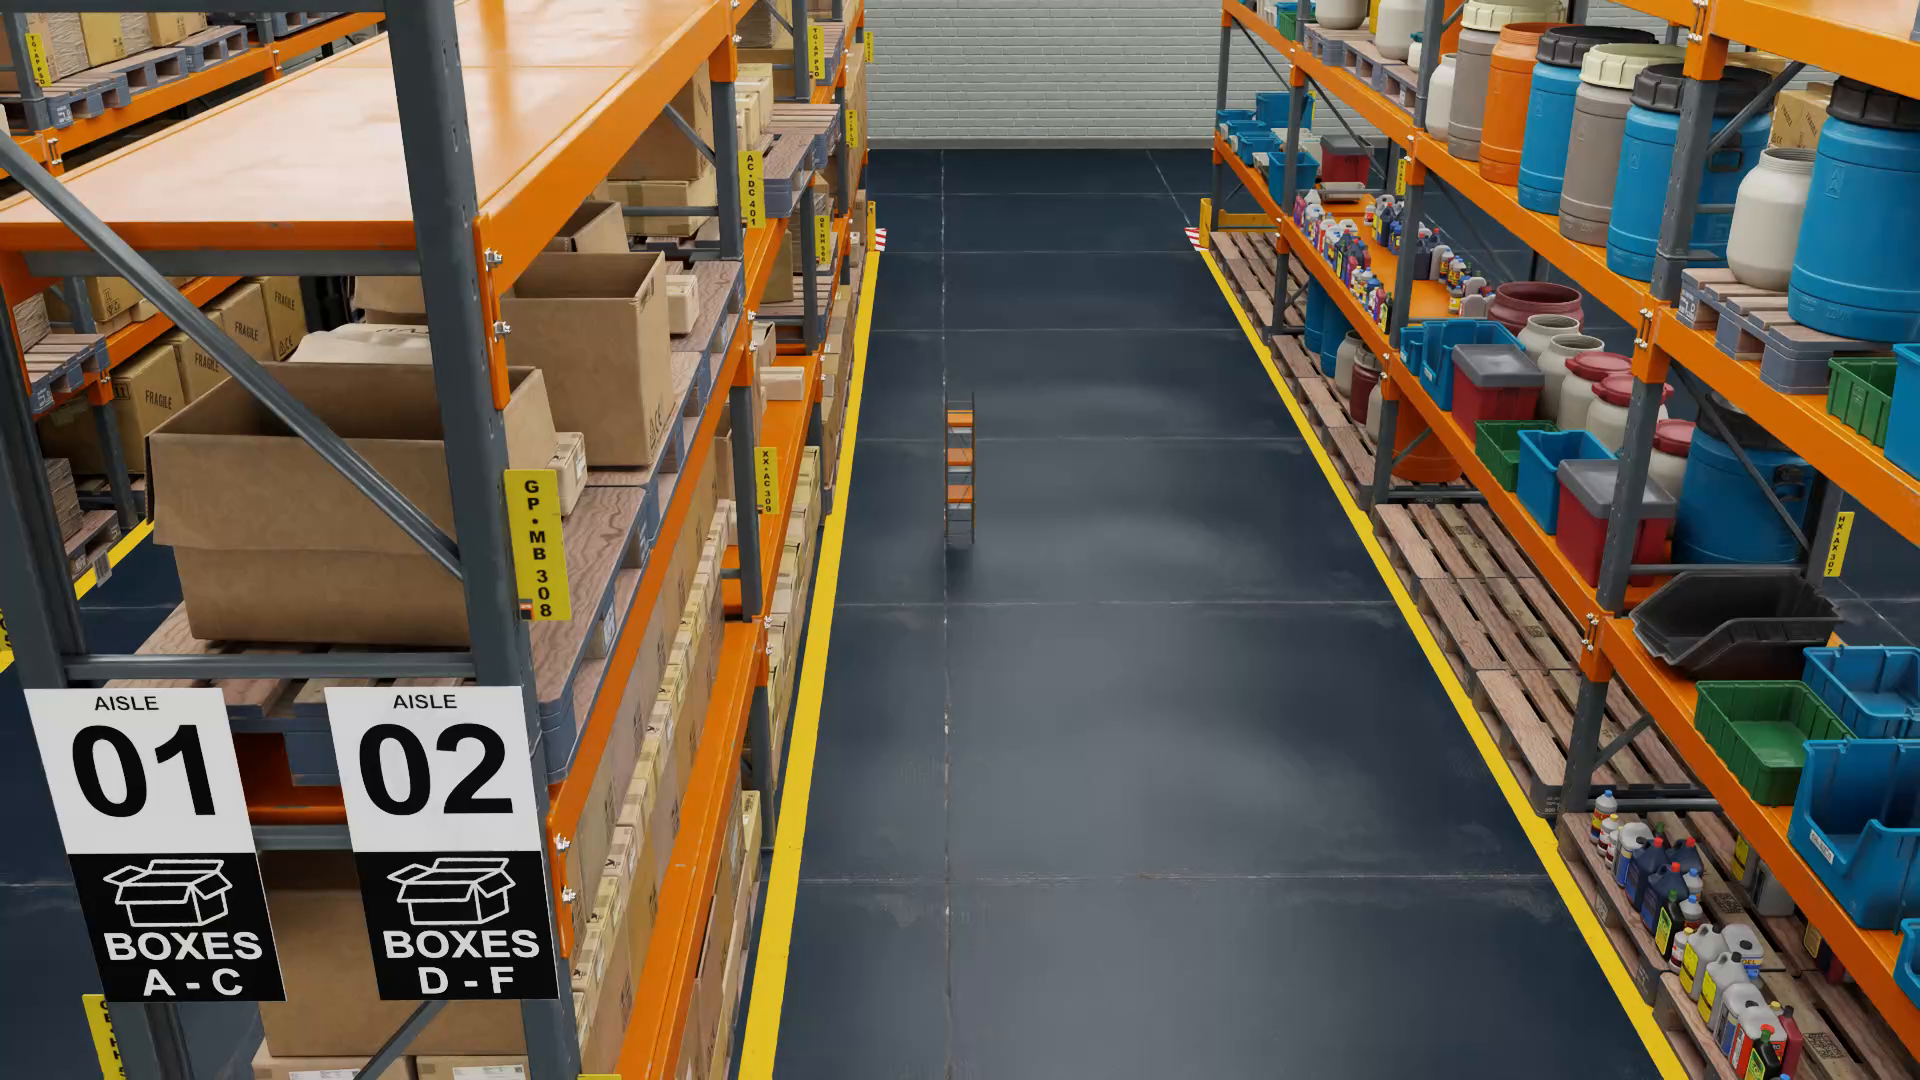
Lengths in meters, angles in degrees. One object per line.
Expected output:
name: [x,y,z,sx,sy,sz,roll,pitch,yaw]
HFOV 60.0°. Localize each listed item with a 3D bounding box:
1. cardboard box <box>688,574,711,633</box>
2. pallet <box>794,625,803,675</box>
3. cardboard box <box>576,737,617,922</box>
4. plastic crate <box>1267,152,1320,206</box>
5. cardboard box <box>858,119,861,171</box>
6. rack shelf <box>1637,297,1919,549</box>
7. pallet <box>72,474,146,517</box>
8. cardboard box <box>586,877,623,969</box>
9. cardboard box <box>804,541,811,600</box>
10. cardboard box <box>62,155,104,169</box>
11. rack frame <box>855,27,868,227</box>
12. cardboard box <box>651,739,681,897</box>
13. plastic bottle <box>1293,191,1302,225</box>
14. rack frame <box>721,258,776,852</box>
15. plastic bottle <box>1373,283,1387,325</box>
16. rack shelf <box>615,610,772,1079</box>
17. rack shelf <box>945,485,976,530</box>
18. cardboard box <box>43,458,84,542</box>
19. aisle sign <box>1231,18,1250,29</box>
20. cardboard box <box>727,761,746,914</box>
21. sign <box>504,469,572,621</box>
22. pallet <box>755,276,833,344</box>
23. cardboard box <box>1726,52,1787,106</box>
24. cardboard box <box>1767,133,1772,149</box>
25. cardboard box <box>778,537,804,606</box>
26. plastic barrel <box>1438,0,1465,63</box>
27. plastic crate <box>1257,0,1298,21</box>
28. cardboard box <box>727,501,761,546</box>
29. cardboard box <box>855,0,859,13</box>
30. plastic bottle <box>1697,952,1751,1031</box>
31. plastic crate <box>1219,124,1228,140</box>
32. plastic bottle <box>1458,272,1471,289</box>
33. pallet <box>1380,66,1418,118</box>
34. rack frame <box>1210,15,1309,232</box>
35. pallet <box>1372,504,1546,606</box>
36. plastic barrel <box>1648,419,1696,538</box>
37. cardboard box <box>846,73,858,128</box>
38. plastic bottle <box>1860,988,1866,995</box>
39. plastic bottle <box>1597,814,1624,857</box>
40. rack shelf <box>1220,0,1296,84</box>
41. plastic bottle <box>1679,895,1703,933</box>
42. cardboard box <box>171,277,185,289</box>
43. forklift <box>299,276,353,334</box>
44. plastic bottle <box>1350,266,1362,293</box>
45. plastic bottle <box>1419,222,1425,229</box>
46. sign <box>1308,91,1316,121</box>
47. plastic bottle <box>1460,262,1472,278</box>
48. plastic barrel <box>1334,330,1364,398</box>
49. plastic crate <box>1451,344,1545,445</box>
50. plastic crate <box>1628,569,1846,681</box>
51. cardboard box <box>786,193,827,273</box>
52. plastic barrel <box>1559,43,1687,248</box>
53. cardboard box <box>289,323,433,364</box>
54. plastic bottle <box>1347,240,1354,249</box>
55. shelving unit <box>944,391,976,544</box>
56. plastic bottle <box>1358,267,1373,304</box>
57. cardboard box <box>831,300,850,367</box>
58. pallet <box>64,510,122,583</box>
cardboard box: [-1.205,0.254,6.641,0.380,0.149,0.250,0,24,-1]
pallet: [-1.495,0.629,10.104,1.003,0.211,1.213,0,24,-1]
cardboard box: [-1.392,0.746,4.764,0.700,0.500,0.500,-1,24,-2]
plastic crate: [3.088,-3.362,15.491,0.392,0.384,0.575,0,24,-1]
cardboard box: [-1.271,-4.014,16.865,0.500,0.500,0.500,-1,24,-1]
rack shelf: [3.543,-0.070,5.498,1.077,0.370,4.000,0,24,-1]
pallet: [-6.362,-0.513,12.629,1.003,0.211,1.213,0,24,-1]
cardboard box: [-1.184,1.099,4.773,0.380,0.149,0.250,0,24,0]
cardboard box: [-1.214,0.214,10.463,0.500,0.250,0.500,0,24,1]
cardboard box: [-6.704,-2.811,12.909,0.500,0.250,0.500,-1,24,-2]
rack frame: [-1.563,-4.779,18.677,1.000,3.000,0.127,0,24,-1]
cardboard box: [-1.400,0.938,5.915,0.700,0.500,0.500,0,24,1]
plastic bottle: [3.011,-2.945,14.764,0.061,0.283,0.133,0,24,-1]
rack frame: [-1.432,0.166,7.744,1.000,3.000,0.127,0,24,-1]
plastic bottle: [3.044,-1.710,12.033,0.061,0.283,0.133,0,24,-1]
rack shelf: [-1.410,1.318,6.070,1.077,0.370,4.000,0,24,-1]
rack shelf: [-0.001,-0.238,11.701,0.215,0.259,0.240,0,24,-1]
cardboard box: [-6.369,-0.224,11.104,0.700,0.500,0.500,0,24,0]
aisle sign: [3.093,-6.013,18.250,0.394,0.787,0.004,0,24,-1]
cardboard box: [-1.214,1.282,7.193,0.500,0.500,0.500,0,24,-1]
sign: [-0.833,0.013,3.285,0.100,0.325,0.005,0,24,-1]
pallet: [-1.553,-1.674,12.045,1.213,0.211,1.003,0,24,-1]
cardboard box: [8.611,-5.031,18.146,0.500,0.500,0.500,0,24,0]
cardboard box: [8.106,-3.845,16.433,0.500,0.250,0.500,0,24,1]
cardboard box: [-1.205,0.167,9.888,0.500,0.311,0.500,0,24,1]
plastic barrel: [3.474,-3.491,11.158,0.600,0.830,0.708,0,24,-1]
plastic crate: [3.106,-5.198,16.107,0.437,0.282,0.530,0,24,-1]
cardboard box: [-1.237,-0.086,8.605,0.380,0.149,0.250,0,24,-1]
cardboard box: [-1.280,-5.455,16.713,0.500,0.250,0.500,0,24,-1]
plastic bottle: [3.124,1.815,6.777,0.144,0.351,0.185,1,24,2]
plastic crate: [2.985,-4.471,18.243,0.250,0.136,0.298,0,24,-1]
plastic bottle: [3.756,-1.863,12.385,0.097,0.271,0.097,0,24,0]
pallet: [3.567,-3.100,11.553,1.003,0.211,1.213,0,24,-1]
rack frame: [3.390,-4.800,18.723,1.000,3.000,0.127,0,24,-1]
pallet: [3.447,0.087,11.302,1.003,0.211,1.213,0,24,-1]
plastic barrel: [3.730,-0.312,8.635,0.433,0.535,0.433,0,24,0]
cardboard box: [-1.254,-4.252,16.176,0.500,0.500,0.500,-1,24,-2]
plastic bottle: [3.849,1.811,6.967,0.097,0.201,0.097,0,24,0]
plastic bottle: [3.088,1.395,7.888,0.097,0.201,0.097,0,24,0]
rack shelf: [3.412,-5.015,16.431,1.077,0.370,4.000,0,24,-1]
plastic bottle: [3.156,1.660,7.216,0.097,0.271,0.097,0,24,0]
cardboard box: [-6.243,-2.020,12.857,0.380,0.149,0.250,0,24,0]
forklift: [-3.137,-0.794,9.948,1.130,2.935,3.031,-1,24,-1]
plastic bottle: [3.054,-2.001,12.776,0.097,0.201,0.097,0,24,0]
plastic bottle: [3.773,-2.520,13.833,0.152,0.276,0.135,0,24,-1]
sign: [3.940,-4.883,18.709,0.100,0.325,0.005,0,24,-1]
plastic bottle: [3.833,-1.971,12.610,0.061,0.283,0.133,0,24,-1]
plastic barrel: [3.347,-1.460,13.848,0.421,0.512,0.421,0,24,0]
plastic crate: [3.189,-0.865,9.945,0.402,0.464,0.583,0,24,-1]
plastic crate: [3.400,0.389,7.324,0.767,0.338,0.504,0,24,-1]
cardboard box: [-1.414,-2.356,12.689,0.700,0.500,0.500,4,25,9]
plastic barrel: [3.292,-1.928,8.125,0.600,0.901,0.600,0,24,0]
cardboard box: [-1.670,-0.470,4.937,0.500,0.311,0.500,3,24,6]
plastic bottle: [3.092,-2.217,13.154,0.061,0.283,0.133,0,24,-1]
shelving unit: [-0.001,-0.500,11.582,0.215,1.050,0.252,0,24,-1]
plastic bottle: [3.057,-1.913,12.495,0.097,0.271,0.097,0,24,0]
cardboard box: [-1.230,-1.787,14.560,0.500,0.500,0.500,0,24,0]
pallet: [-6.422,0.134,11.198,1.003,0.211,1.213,0,24,-1]
